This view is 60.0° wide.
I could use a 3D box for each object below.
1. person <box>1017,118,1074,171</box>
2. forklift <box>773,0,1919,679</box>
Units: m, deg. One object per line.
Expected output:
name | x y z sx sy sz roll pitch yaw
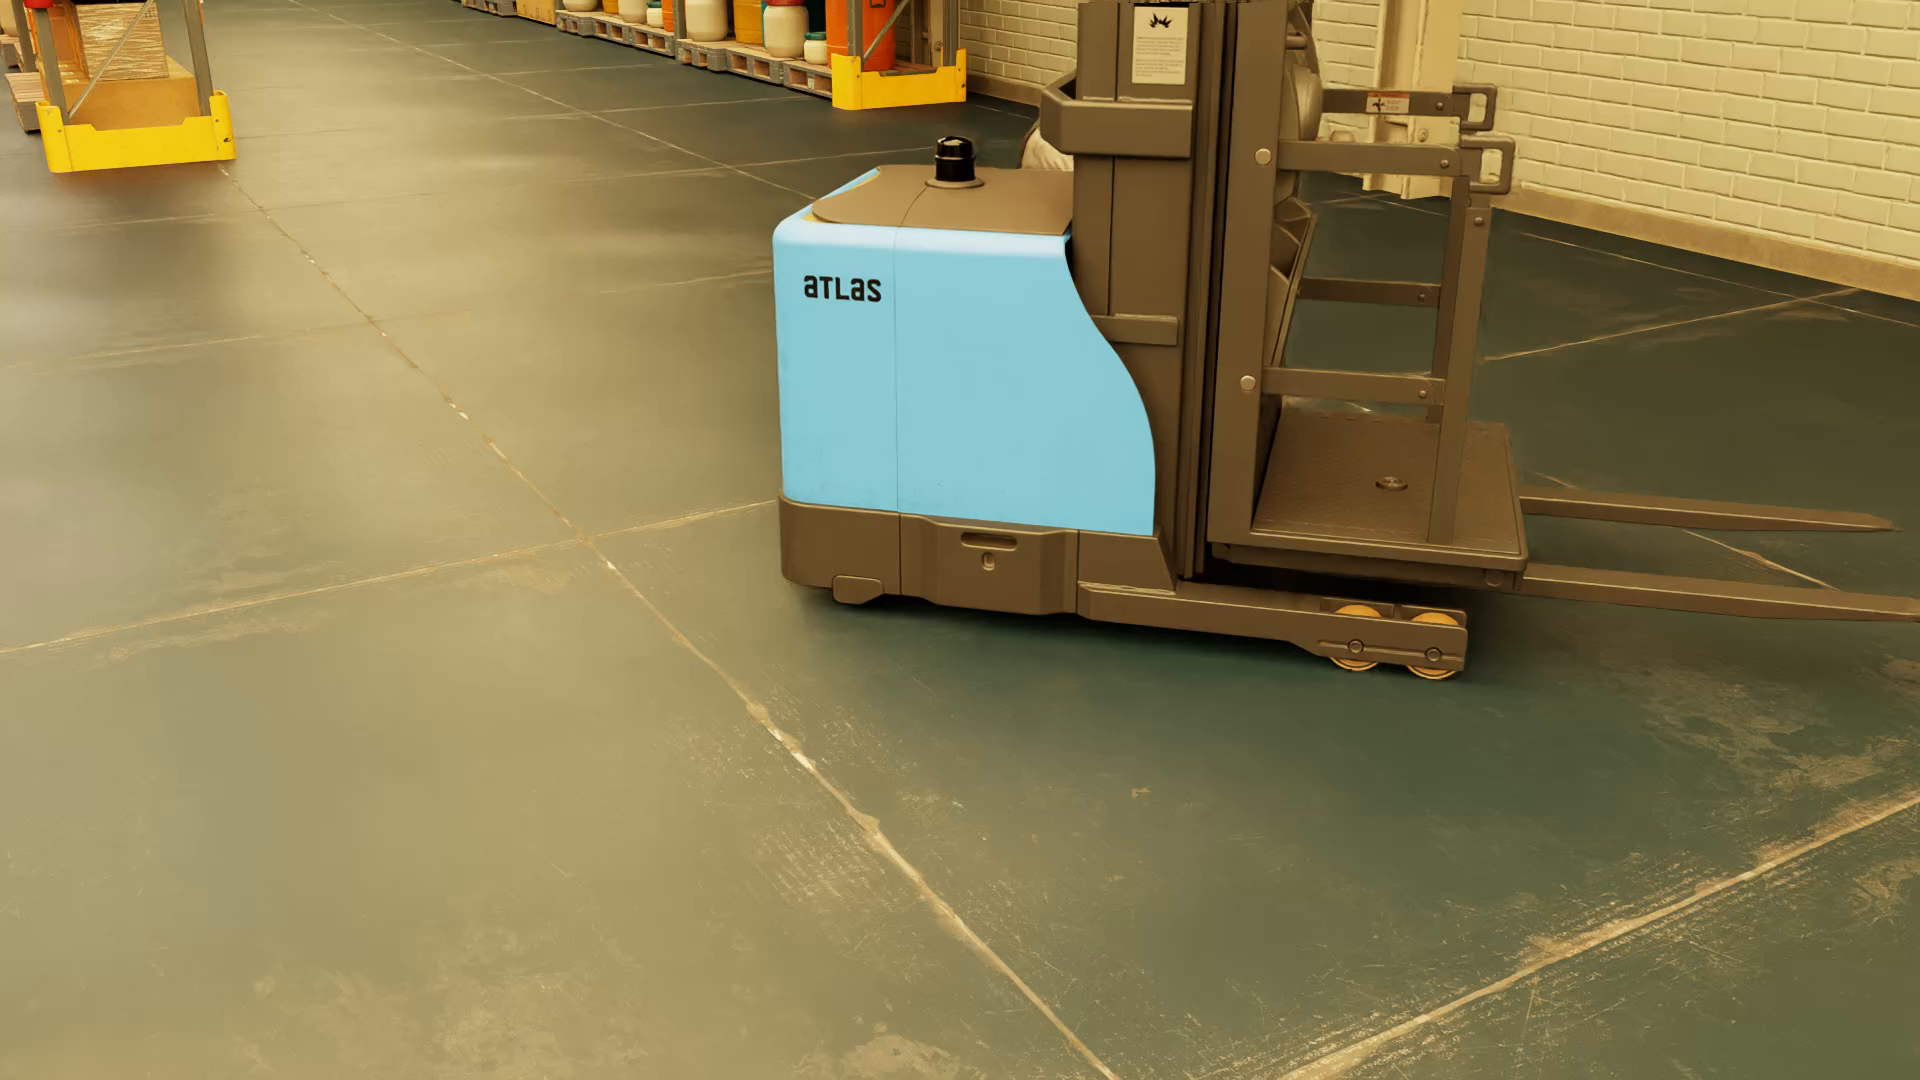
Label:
person | 0.537 -0.973 5.725 0.733 1.384 1.376 18 29 38
forklift | 1.068 -1.222 4.253 3.031 2.935 1.130 6 23 13
